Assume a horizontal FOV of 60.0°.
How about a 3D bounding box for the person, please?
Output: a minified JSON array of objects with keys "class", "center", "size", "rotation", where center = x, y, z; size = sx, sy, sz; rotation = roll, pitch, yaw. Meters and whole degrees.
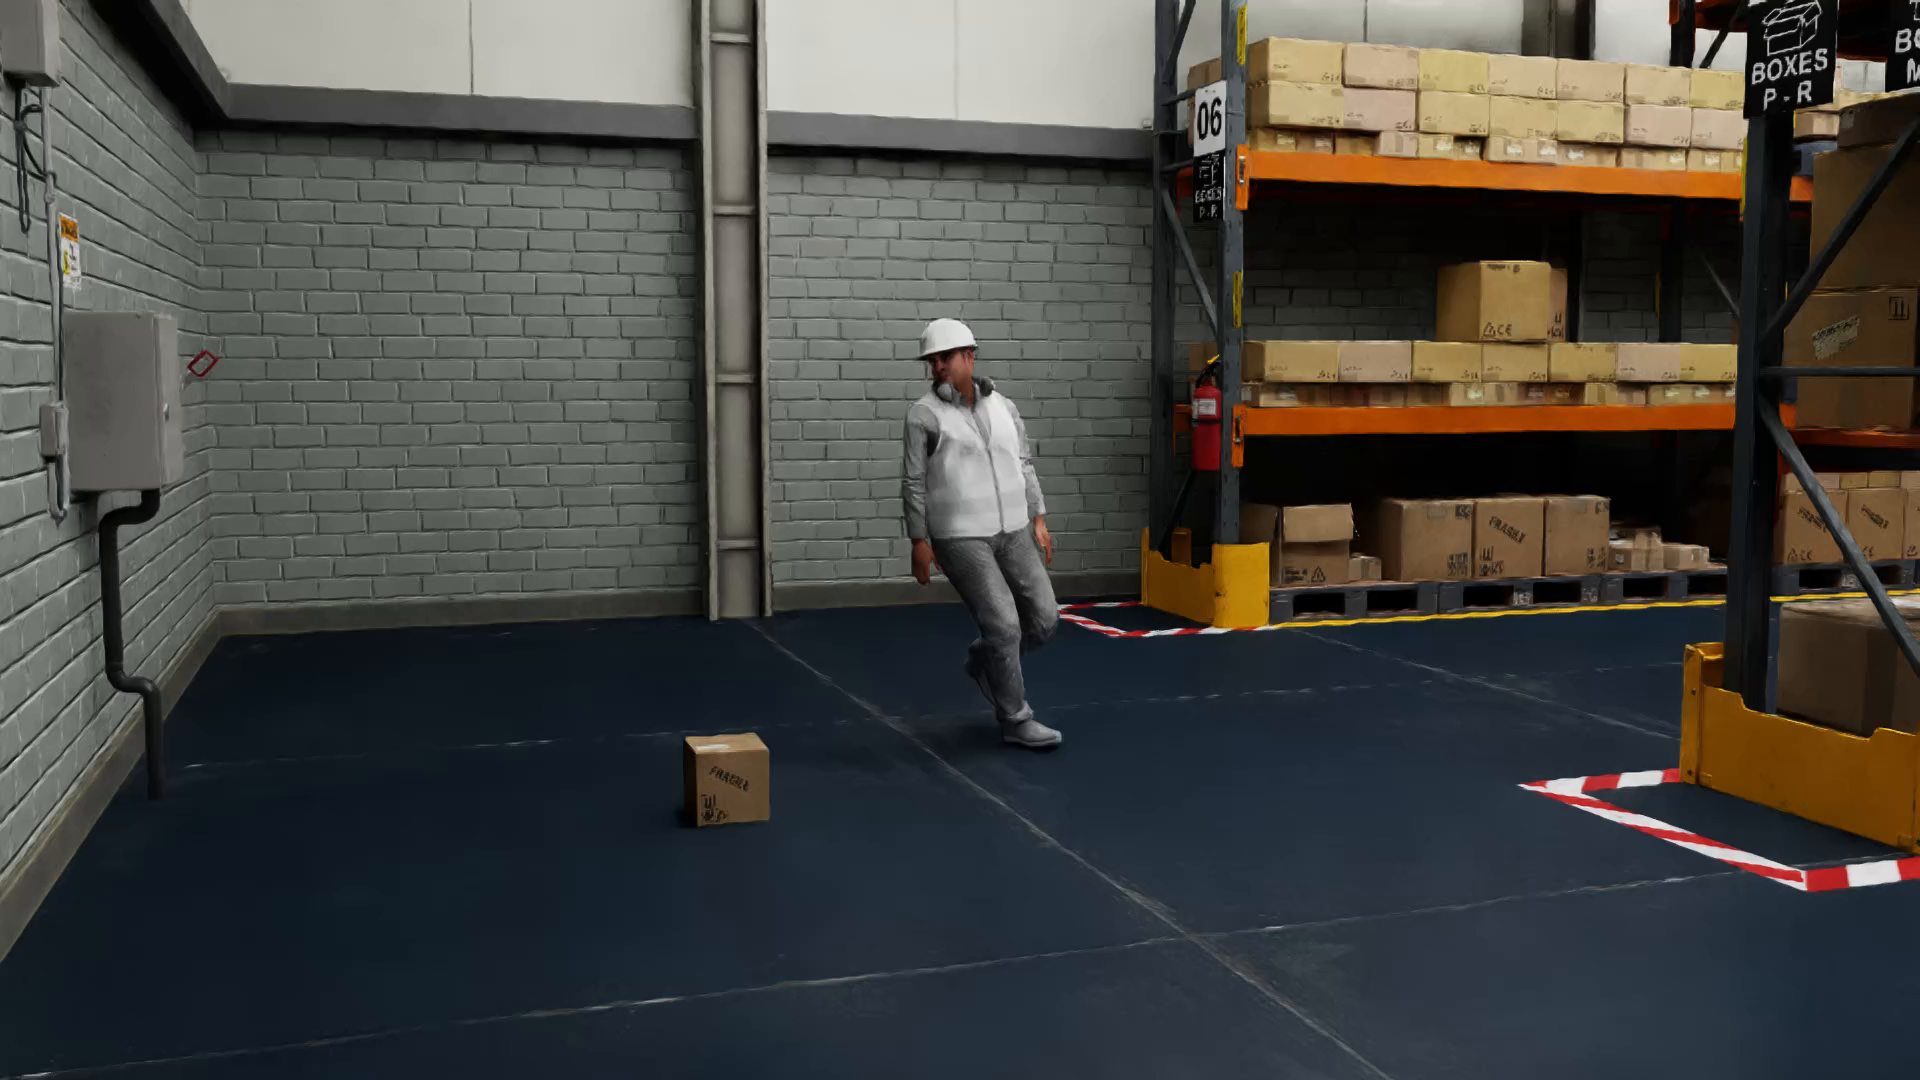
[{"class":"person","center":[0.086,-0.030,6.734],"size":[0.583,1.728,0.642],"rotation":[-4,7,-34]}]
